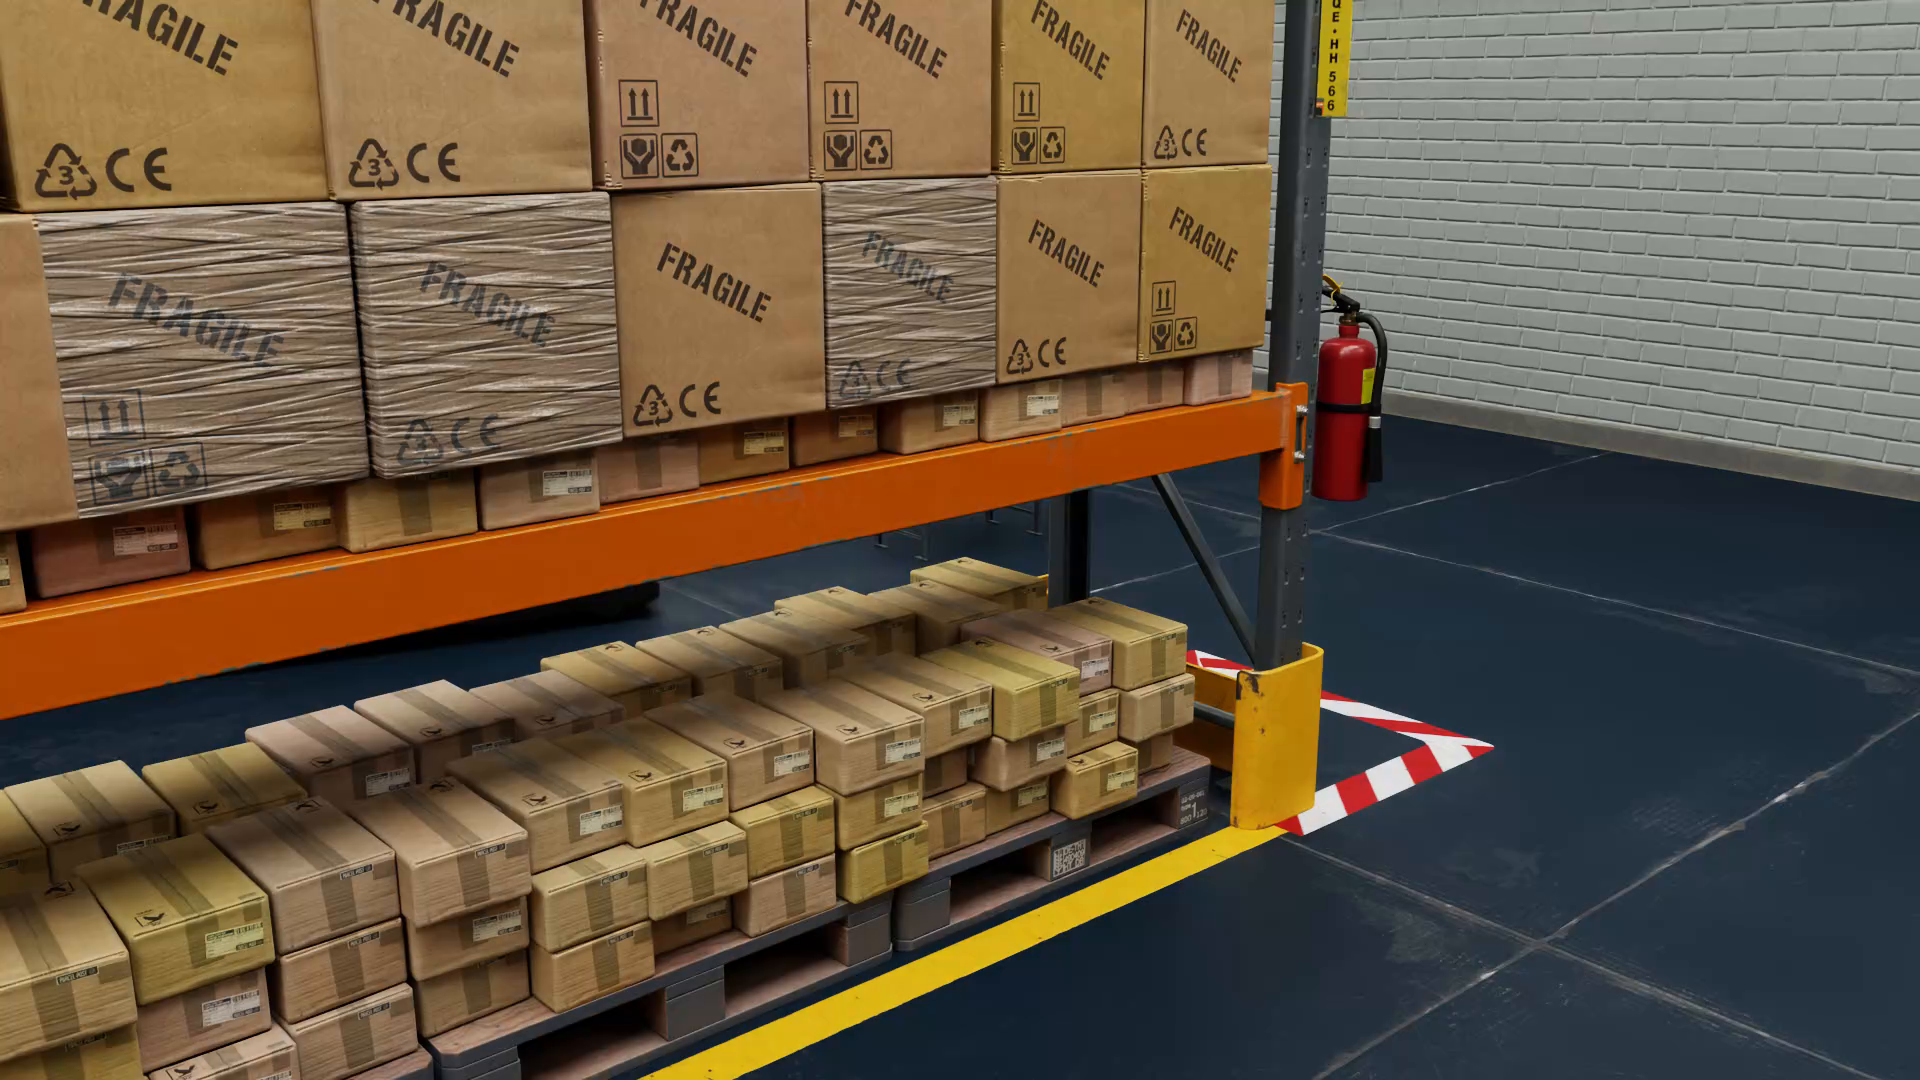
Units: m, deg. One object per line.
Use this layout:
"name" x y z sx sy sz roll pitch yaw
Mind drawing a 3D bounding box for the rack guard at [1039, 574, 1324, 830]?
"rack guard" 0.618 0.494 5.433 0.348 0.500 1.175 -13 19 -39

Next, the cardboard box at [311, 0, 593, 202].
"cardboard box" -1.060 -0.923 3.187 0.500 0.500 0.500 -12 19 -38

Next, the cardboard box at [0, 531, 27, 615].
"cardboard box" -1.767 0.030 2.813 0.250 0.149 0.380 -12 19 -38

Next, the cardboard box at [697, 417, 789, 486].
"cardboard box" -0.604 -0.246 3.845 0.250 0.149 0.380 -12 19 -38

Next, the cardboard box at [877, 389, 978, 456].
"cardboard box" -0.172 -0.328 4.153 0.250 0.149 0.380 -14 20 -42

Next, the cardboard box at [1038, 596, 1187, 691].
"cardboard box" 0.443 0.299 4.875 0.250 0.149 0.380 -12 19 -39

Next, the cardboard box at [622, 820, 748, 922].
"cardboard box" -0.703 0.719 3.878 0.250 0.149 0.380 -12 19 -39

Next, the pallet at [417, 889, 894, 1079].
"pallet" -0.938 0.970 4.211 1.213 0.211 1.003 -13 19 -39

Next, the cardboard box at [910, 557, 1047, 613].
"cardboard box" 0.057 0.183 5.311 0.250 0.149 0.380 -14 20 -42

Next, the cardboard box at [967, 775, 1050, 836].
"cardboard box" 0.032 0.669 4.645 0.250 0.149 0.380 -13 20 -40

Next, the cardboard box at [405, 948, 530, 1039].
"cardboard box" -1.163 0.924 3.690 0.250 0.149 0.380 -14 20 -42

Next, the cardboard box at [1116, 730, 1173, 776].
"cardboard box" 0.415 0.577 4.986 0.250 0.149 0.380 -12 19 -38

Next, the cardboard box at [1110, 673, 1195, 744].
"cardboard box" 0.465 0.449 4.891 0.250 0.149 0.380 -13 20 -41

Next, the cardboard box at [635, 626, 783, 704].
"cardboard box" -0.694 0.374 4.595 0.250 0.149 0.380 -12 19 -37

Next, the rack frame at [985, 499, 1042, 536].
"rack frame" 0.271 -0.785 8.284 0.023 1.500 0.400 -13 19 -39

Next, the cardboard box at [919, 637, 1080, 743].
"cardboard box" 0.103 0.399 4.501 0.250 0.149 0.380 -13 20 -41

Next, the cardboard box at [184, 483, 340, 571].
"cardboard box" -1.392 -0.071 3.189 0.250 0.149 0.380 -14 20 -42

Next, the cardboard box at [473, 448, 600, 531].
"cardboard box" -0.952 -0.145 3.466 0.250 0.149 0.380 -12 19 -37

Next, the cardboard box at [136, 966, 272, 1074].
"cardboard box" -1.566 0.874 3.300 0.250 0.149 0.380 -13 20 -40

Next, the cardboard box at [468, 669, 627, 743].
"cardboard box" -1.049 0.471 4.233 0.250 0.149 0.380 -13 19 -39

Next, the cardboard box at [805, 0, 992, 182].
"cardboard box" -0.275 -1.100 3.849 0.500 0.500 0.500 -11 19 -37

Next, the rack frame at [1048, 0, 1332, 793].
"rack frame" 0.676 -0.727 5.159 0.127 3.000 1.000 -13 19 -39

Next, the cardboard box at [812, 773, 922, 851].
"cardboard box" -0.308 0.628 4.222 0.250 0.149 0.380 -12 19 -39

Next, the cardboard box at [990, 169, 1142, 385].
"cardboard box" 0.114 -0.706 4.312 0.500 0.500 0.500 -13 20 -40

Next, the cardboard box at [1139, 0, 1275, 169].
"cardboard box" 0.494 -1.276 4.507 0.500 0.500 0.500 -13 20 -40

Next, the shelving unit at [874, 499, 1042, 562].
"shelving unit" -0.005 -0.723 8.052 0.755 1.500 0.431 -13 19 -39

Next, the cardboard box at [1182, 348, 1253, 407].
"cardboard box" 0.615 -0.495 4.778 0.250 0.149 0.380 -13 19 -39

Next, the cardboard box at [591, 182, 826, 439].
"cardboard box" -0.645 -0.536 3.674 0.500 0.500 0.500 -11 19 -37

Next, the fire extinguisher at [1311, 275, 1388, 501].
"fire extinguisher" 1.169 -0.462 5.040 0.183 0.674 0.296 -13 19 -39

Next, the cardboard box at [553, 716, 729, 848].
"cardboard box" -0.750 0.560 3.899 0.250 0.149 0.380 -13 19 -39

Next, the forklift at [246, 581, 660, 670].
"forklift" -2.839 -1.051 6.504 3.031 2.935 1.130 -7 16 -24

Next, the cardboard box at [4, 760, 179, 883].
"cardboard box" -1.895 0.632 3.628 0.250 0.149 0.380 -13 20 -40

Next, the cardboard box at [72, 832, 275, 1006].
"cardboard box" -1.541 0.732 3.254 0.250 0.149 0.380 -13 20 -40

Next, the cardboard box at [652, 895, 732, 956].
"cardboard box" -0.756 0.839 4.007 0.250 0.149 0.380 -12 19 -38

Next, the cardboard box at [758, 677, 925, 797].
"cardboard box" -0.300 0.487 4.172 0.250 0.149 0.380 -12 19 -37

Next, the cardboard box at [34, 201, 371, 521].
"cardboard box" -1.434 -0.361 3.020 0.500 0.500 0.500 -13 20 -39

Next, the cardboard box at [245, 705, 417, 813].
"cardboard box" -1.504 0.540 3.975 0.250 0.149 0.380 -14 20 -42

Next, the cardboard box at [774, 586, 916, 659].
"cardboard box" -0.346 0.271 4.982 0.250 0.149 0.380 -13 20 -40

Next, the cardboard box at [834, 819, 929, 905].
"cardboard box" -0.297 0.768 4.271 0.250 0.149 0.380 -14 20 -42

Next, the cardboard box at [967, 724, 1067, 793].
"cardboard box" 0.074 0.537 4.560 0.250 0.149 0.380 -14 20 -42

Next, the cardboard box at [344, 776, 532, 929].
"cardboard box" -1.113 0.656 3.538 0.250 0.149 0.380 -12 19 -38

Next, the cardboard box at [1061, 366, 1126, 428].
"cardboard box" 0.224 -0.415 4.478 0.250 0.149 0.380 -13 20 -40

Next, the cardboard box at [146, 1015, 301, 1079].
"cardboard box" -1.502 1.029 3.297 0.250 0.149 0.380 -13 20 -40

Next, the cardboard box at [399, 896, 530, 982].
"cardboard box" -1.138 0.787 3.627 0.250 0.149 0.380 -12 19 -37
